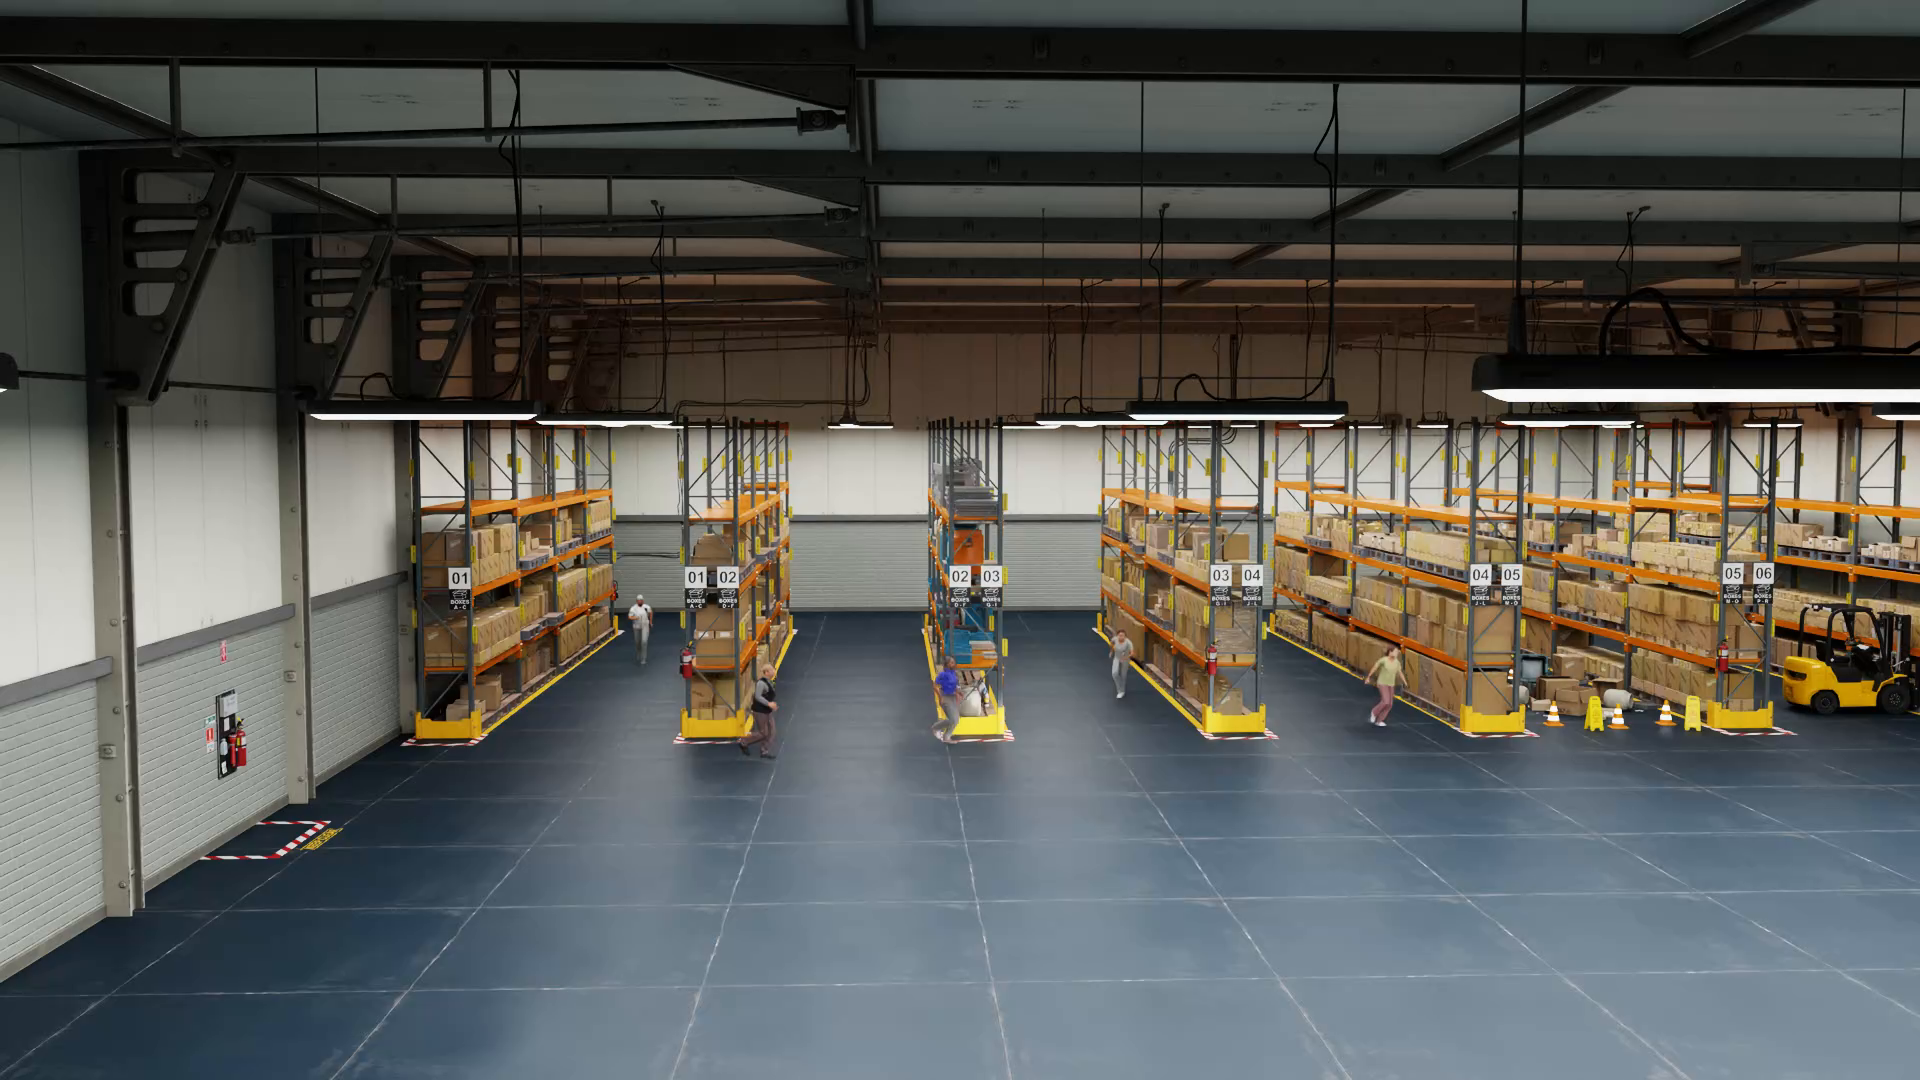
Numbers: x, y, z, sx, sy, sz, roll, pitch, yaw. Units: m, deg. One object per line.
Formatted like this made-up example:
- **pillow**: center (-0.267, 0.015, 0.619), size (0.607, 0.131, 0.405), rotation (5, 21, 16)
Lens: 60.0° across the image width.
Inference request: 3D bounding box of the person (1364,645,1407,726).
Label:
- **person**: center (8.258, 2.810, 32.123), size (0.589, 1.606, 0.723), rotation (-2, 4, -23)

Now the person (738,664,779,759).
- **person**: center (-3.495, 3.002, 29.069), size (0.757, 1.675, 0.654), rotation (1, 4, 15)

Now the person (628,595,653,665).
- **person**: center (-7.895, 2.203, 41.099), size (0.556, 1.712, 0.854), rotation (0, 4, -5)

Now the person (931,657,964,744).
- **person**: center (-0.222, 2.941, 30.459), size (0.598, 1.591, 0.604), rotation (2, 4, 27)

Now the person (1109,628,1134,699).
- **person**: center (3.503, 2.612, 35.847), size (0.587, 1.509, 1.028), rotation (1, 4, 14)
